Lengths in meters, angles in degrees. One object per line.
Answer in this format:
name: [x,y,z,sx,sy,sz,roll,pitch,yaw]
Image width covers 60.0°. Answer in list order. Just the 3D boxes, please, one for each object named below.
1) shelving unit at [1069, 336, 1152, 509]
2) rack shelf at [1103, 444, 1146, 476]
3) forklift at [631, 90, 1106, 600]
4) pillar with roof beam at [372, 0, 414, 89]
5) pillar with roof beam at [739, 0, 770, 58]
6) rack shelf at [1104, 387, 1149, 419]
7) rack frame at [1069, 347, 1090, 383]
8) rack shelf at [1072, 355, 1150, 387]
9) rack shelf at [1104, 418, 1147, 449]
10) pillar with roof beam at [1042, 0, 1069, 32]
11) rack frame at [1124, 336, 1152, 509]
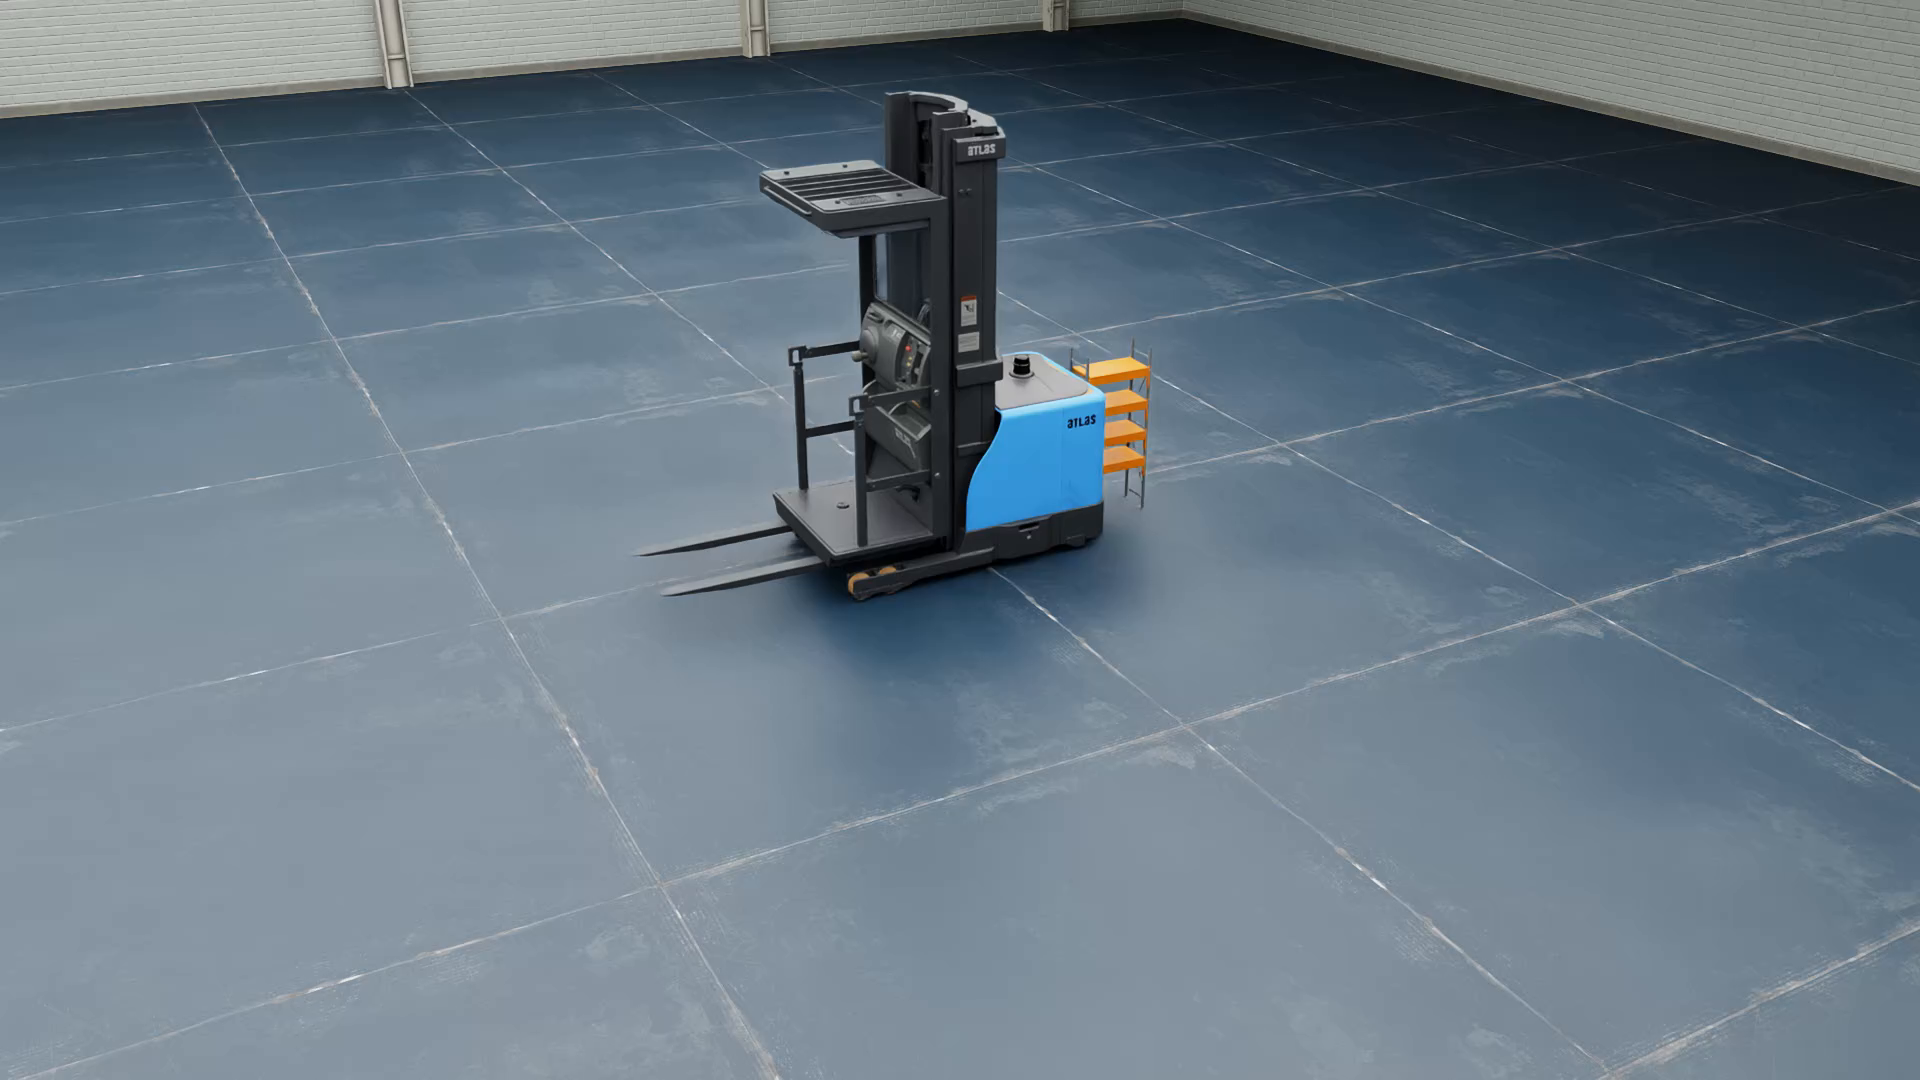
shelving unit: [1.016,-0.757,11.441,0.503,1.200,0.258,-12,28,-24]
rack shelf: [1.016,-0.518,11.556,0.480,0.148,0.258,-12,28,-24]
forklift: [-0.590,-1.206,10.375,3.031,2.935,1.130,-12,28,-24]
pillar with roof beam: [-6.773,-9.535,20.712,0.400,9.000,9.100,-13,29,-25]
pillar with roof beam: [-1.479,-10.757,23.258,0.400,9.000,9.100,-13,29,-25]
rack shelf: [1.016,-0.898,11.374,0.480,0.148,0.258,-12,28,-24]
rack frame: [0.798,-0.710,11.343,0.015,1.200,0.240,-12,28,-24]
rack shelf: [1.016,-1.112,11.271,0.480,0.148,0.258,-12,28,-24]
rack shelf: [1.016,-0.697,11.470,0.480,0.148,0.258,-12,28,-24]
pillar with roof beam: [3.815,-11.979,25.803,0.400,9.000,9.100,-13,29,-25]
rack frame: [1.235,-0.805,11.540,0.015,1.200,0.240,-12,28,-24]
